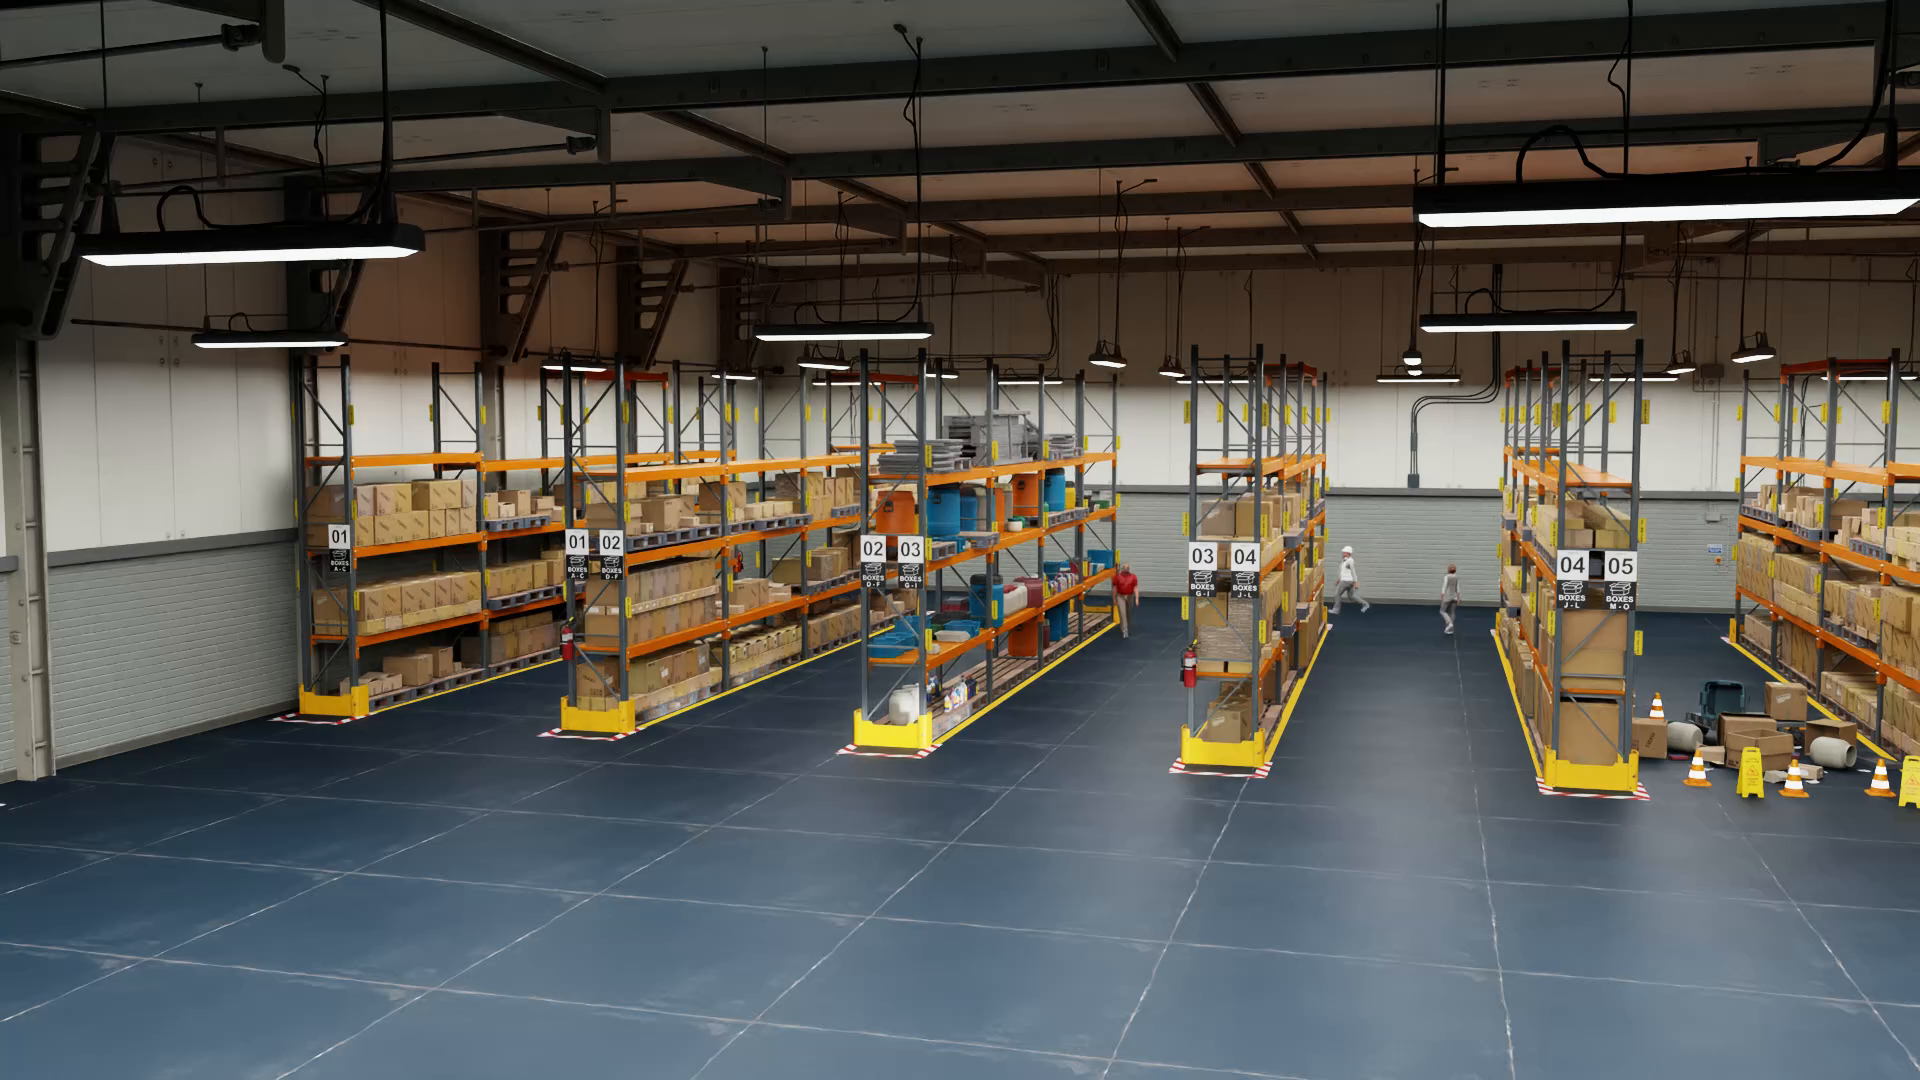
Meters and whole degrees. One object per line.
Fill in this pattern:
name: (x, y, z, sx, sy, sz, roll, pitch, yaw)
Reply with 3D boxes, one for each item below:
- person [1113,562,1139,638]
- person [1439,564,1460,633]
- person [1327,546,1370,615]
person: (3.745, 1.332, 37.520, 0.538, 1.656, 1.112, -1, 4, -12)
person: (11.236, 1.466, 38.040, 0.440, 1.378, 0.486, -1, 4, -15)
person: (9.761, 1.017, 41.709, 1.047, 1.721, 0.514, 2, 5, 21)
